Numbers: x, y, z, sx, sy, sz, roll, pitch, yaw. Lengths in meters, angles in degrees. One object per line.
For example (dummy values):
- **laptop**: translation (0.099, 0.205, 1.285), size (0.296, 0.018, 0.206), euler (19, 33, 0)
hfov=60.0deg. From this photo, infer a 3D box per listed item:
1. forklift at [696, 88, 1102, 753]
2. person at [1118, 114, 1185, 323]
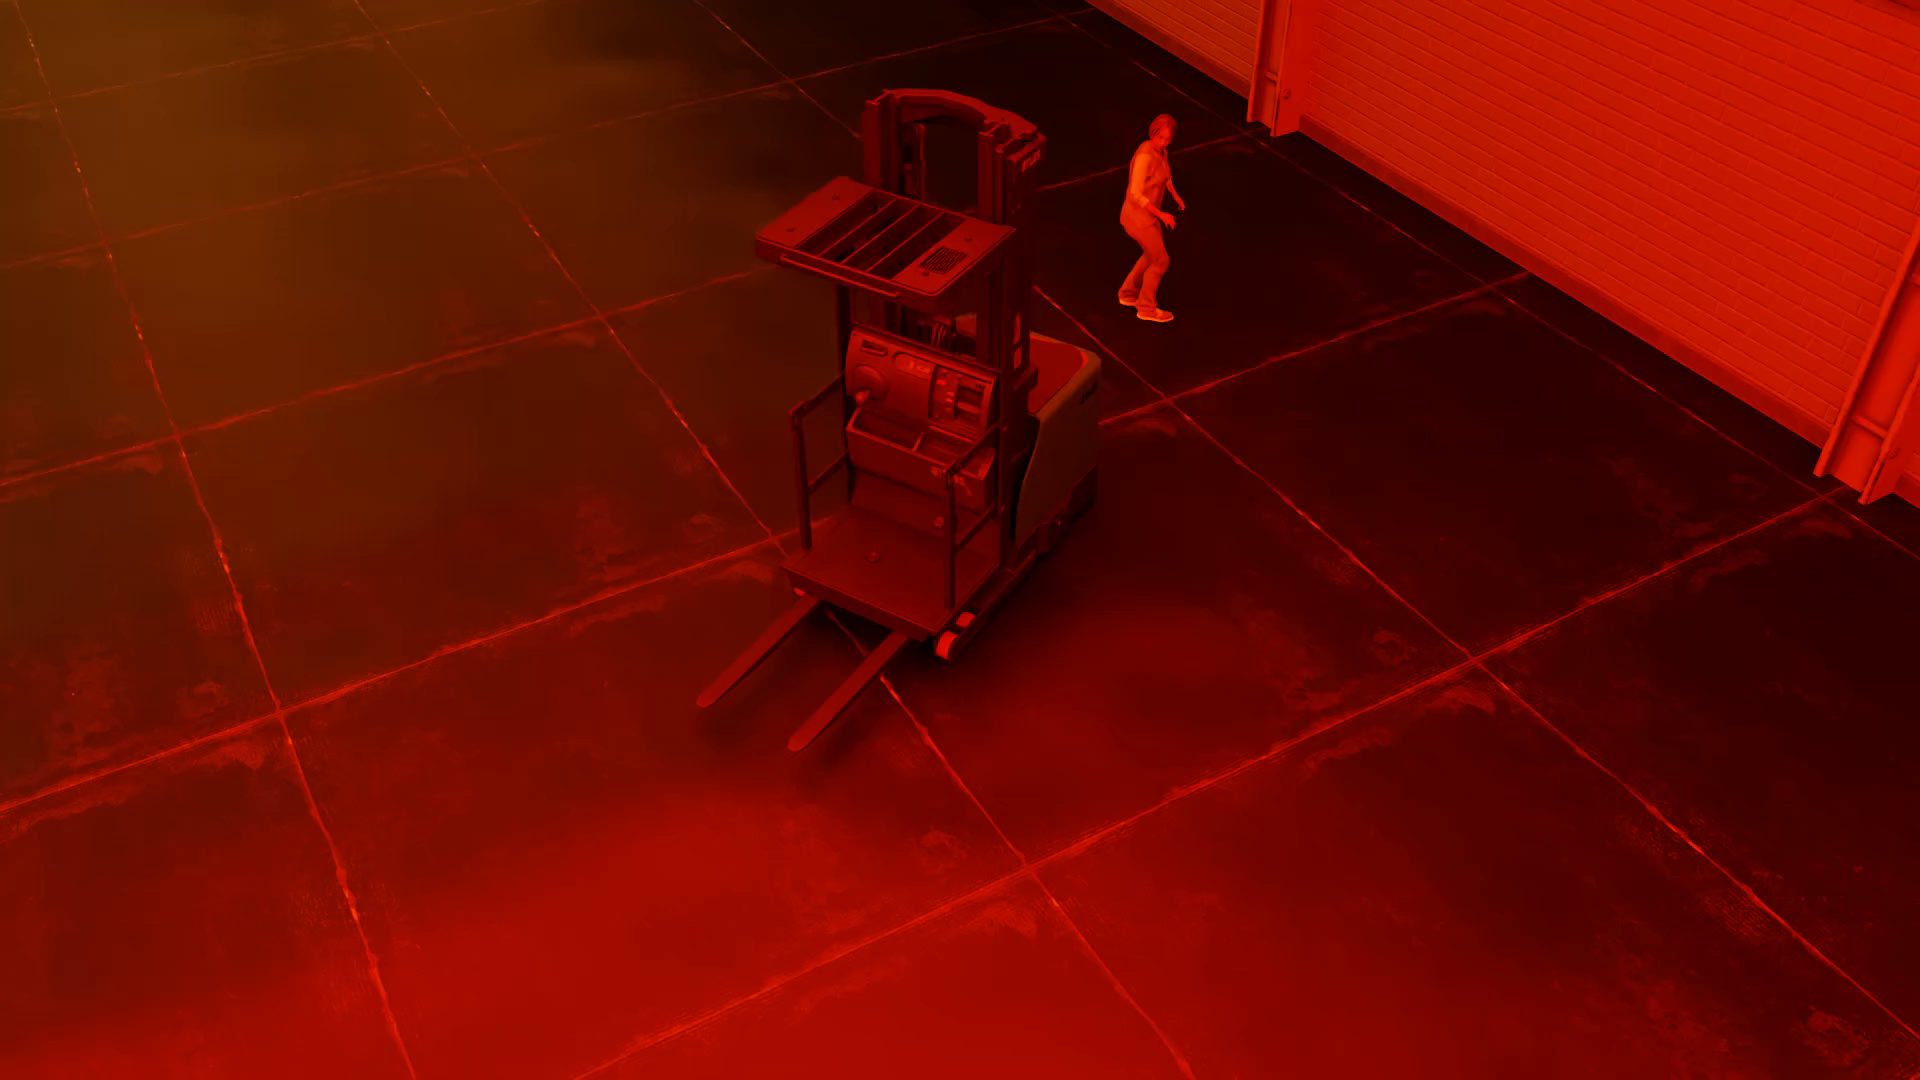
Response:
- **forklift**: translation (-0.336, -0.784, 8.981), size (1.130, 2.935, 3.031), euler (22, 44, 24)
- **person**: translation (1.381, -2.312, 11.923), size (0.452, 1.553, 0.641), euler (9, 40, 10)
